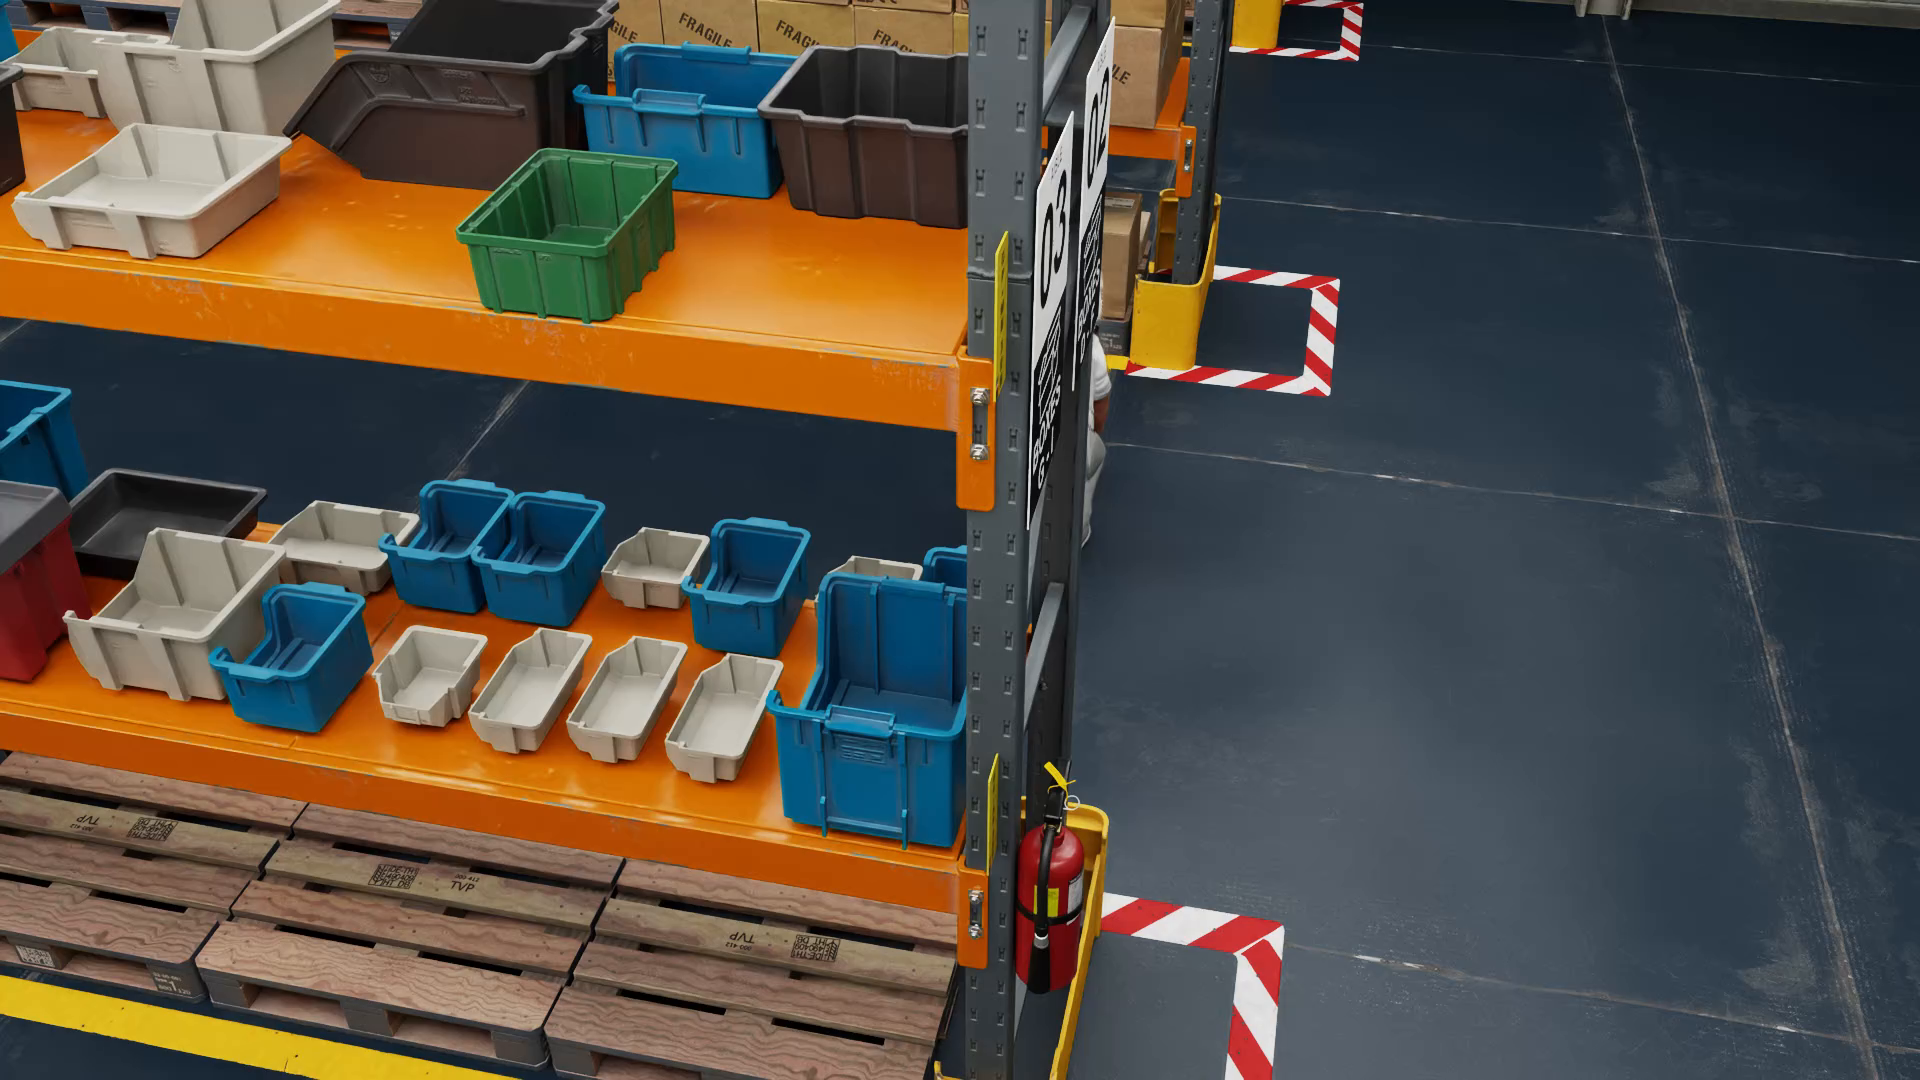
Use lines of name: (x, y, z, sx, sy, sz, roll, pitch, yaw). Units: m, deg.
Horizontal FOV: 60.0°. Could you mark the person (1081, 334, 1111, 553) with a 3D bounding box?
person: (0.364, -0.522, 7.389, 0.575, 1.121, 0.912, 7, 37, 10)
